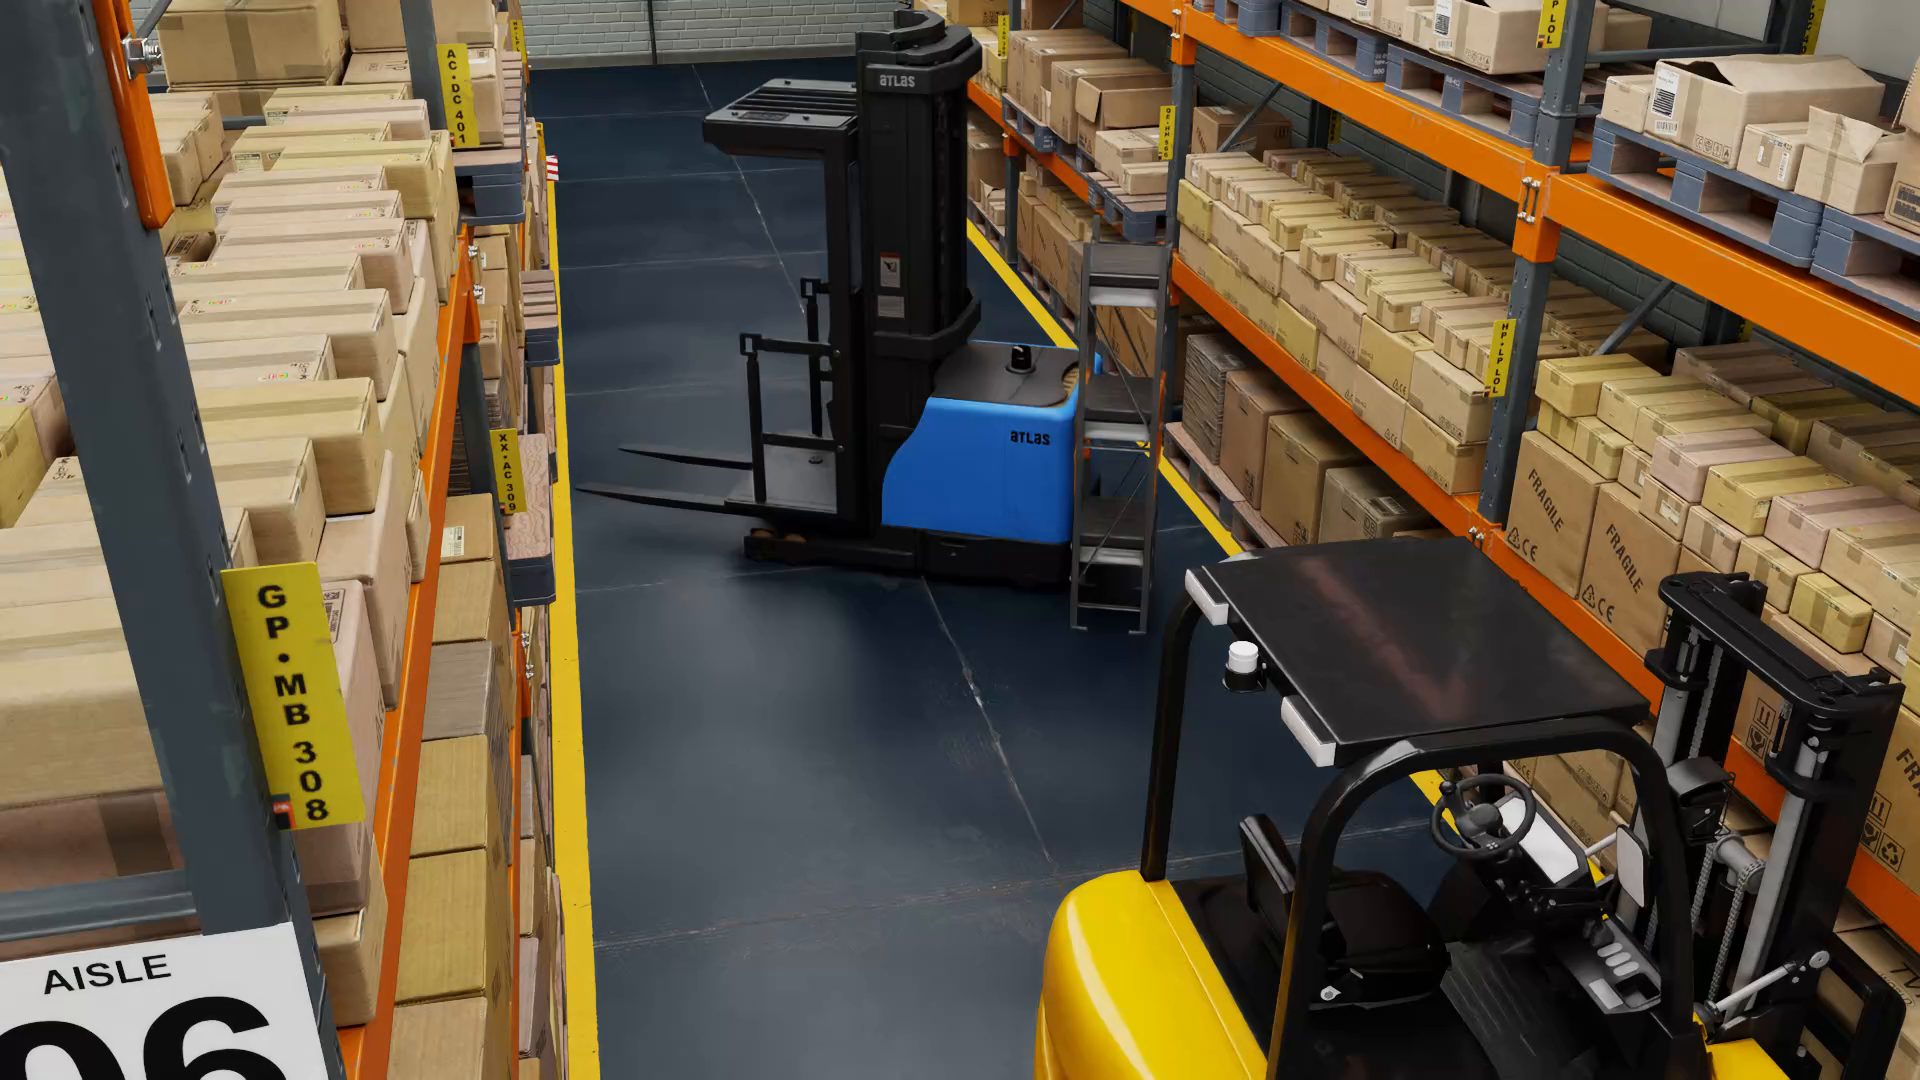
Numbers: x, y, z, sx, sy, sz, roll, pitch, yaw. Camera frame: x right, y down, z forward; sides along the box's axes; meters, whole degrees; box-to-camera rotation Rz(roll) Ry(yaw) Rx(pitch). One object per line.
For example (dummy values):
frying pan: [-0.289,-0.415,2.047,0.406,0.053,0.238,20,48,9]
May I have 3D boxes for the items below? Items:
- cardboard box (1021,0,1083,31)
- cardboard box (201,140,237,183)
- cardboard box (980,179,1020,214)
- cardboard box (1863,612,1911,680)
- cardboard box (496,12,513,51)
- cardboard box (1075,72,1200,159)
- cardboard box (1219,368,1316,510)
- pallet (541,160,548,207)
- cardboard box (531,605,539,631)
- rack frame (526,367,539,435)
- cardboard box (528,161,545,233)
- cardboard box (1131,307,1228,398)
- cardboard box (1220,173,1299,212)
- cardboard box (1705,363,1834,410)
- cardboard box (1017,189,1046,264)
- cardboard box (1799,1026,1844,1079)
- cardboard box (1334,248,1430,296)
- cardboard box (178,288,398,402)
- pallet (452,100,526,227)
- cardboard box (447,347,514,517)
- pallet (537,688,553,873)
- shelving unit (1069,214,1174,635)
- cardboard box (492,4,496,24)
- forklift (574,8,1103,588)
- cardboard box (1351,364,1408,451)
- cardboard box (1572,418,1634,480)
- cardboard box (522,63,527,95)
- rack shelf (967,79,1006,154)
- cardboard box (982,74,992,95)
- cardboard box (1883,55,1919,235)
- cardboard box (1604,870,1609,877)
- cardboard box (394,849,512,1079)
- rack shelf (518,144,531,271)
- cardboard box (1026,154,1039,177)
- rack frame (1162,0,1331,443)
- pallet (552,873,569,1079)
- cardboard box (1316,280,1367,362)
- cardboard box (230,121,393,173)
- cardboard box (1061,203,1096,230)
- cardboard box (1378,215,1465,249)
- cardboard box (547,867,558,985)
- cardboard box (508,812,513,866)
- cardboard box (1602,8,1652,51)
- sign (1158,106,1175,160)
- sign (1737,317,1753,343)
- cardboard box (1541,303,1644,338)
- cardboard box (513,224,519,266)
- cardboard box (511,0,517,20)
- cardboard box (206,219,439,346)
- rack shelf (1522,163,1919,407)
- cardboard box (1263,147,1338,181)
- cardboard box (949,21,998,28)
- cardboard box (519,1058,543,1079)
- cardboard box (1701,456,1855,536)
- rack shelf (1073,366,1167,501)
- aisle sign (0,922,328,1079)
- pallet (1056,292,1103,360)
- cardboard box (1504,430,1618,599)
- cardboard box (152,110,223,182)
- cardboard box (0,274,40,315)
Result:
cardboard box: [0.812,-4.898,15.129,0.500,0.500,0.500,-7,28,-13]
cardboard box: [-2.311,-0.983,4.875,0.500,0.250,0.500,-7,28,-13]
cardboard box: [0.397,-3.155,15.240,0.396,0.266,0.258,-5,27,-10]
cardboard box: [2.961,0.314,4.968,0.380,0.149,0.250,-6,27,-12]
cardboard box: [-3.601,-3.631,12.395,0.500,0.500,0.500,-5,27,-10]
cardboard box: [1.242,-2.992,11.768,0.797,0.503,0.637,-7,28,-13]
cardboard box: [2.072,-0.627,9.832,0.875,0.625,0.625,-5,27,-10]
pallet: [-4.591,-3.479,16.408,1.003,0.211,1.213,-6,27,-12]
cardboard box: [-2.588,0.337,8.204,0.950,0.372,0.625,-5,27,-10]
rack frame: [-3.045,-1.555,9.501,1.000,3.000,0.127,-6,27,-12]
cardboard box: [-4.186,-3.034,14.809,0.875,0.438,0.875,-7,28,-13]
cardboard box: [1.485,-1.296,11.296,0.500,0.500,0.500,-5,27,-10]
cardboard box: [1.719,-1.998,9.548,0.380,0.149,0.250,-5,27,-10]
cardboard box: [3.074,-0.548,6.345,0.380,0.149,0.250,-7,28,-13]
cardboard box: [0.778,-2.653,13.985,0.500,0.500,0.500,-5,27,-9]
cardboard box: [2.939,1.641,5.201,0.500,0.250,0.500,-7,28,-13]
cardboard box: [2.082,-1.324,8.213,0.380,0.149,0.250,-6,27,-11]
cardboard box: [-1.304,-0.367,3.214,0.380,0.149,0.250,-5,27,-10]
pallet: [-2.179,-1.336,5.947,1.213,0.211,1.003,-6,27,-12]
cardboard box: [-1.970,-0.399,6.304,0.500,0.500,0.500,-5,27,-10]
pallet: [-2.320,1.104,7.327,1.003,0.211,1.213,-6,27,-12]
shelving unit: [0.823,-0.564,8.538,0.431,2.100,0.503,4,27,9]
cardboard box: [-2.135,-1.997,6.749,0.500,0.250,0.500,-6,27,-12]
forklift: [-0.745,-1.394,9.258,3.031,2.935,1.130,7,28,13]
cardboard box: [2.204,-0.652,7.880,0.500,0.250,0.500,-6,27,-12]
cardboard box: [2.567,-0.358,6.300,0.380,0.149,0.250,-5,27,-10]
cardboard box: [-4.012,-4.028,14.291,0.500,0.500,0.500,-6,27,-11]
rack shelf: [0.438,-4.373,15.884,1.077,0.370,4.000,-6,27,-12]
cardboard box: [0.409,-4.042,14.709,0.380,0.149,0.250,-5,27,-10]
cardboard box: [3.028,-1.056,4.492,0.797,0.503,0.637,-5,27,-10]
cardboard box: [2.738,1.427,6.179,0.500,0.250,0.500,-5,27,-11]
cardboard box: [-1.315,1.093,3.814,0.500,0.500,0.500,-6,27,-13]
rack shelf: [-3.496,-2.112,11.403,1.077,0.370,4.000,-6,27,-12]
cardboard box: [0.769,-3.132,13.884,0.380,0.149,0.250,-6,27,-12]
rack frame: [1.790,-2.060,10.503,1.000,3.000,0.127,-6,27,-12]
pallet: [-1.958,1.737,6.074,1.003,0.211,1.213,-6,27,-12]
cardboard box: [2.099,-1.100,8.213,0.500,0.250,0.500,-5,27,-11]
cardboard box: [-1.755,-1.035,4.537,0.380,0.149,0.250,-5,27,-10]
cardboard box: [1.012,-2.535,13.032,0.380,0.149,0.250,-6,27,-12]
cardboard box: [2.425,-1.600,8.761,0.380,0.149,0.250,-5,27,-10]
cardboard box: [-1.748,1.474,6.087,0.500,0.250,0.500,-5,27,-9]
cardboard box: [-1.542,0.869,4.978,0.380,0.149,0.250,-6,27,-12]
cardboard box: [2.692,-2.156,7.065,0.380,0.149,0.250,-6,27,-12]
sign: [1.264,-2.483,10.143,0.100,0.325,0.005,-6,27,-12]
sign: [3.232,-0.783,6.924,0.100,0.325,0.005,-6,27,-12]
cardboard box: [2.812,-0.938,7.448,0.380,0.149,0.250,-7,28,-13]
cardboard box: [-2.672,-1.748,8.978,0.500,0.500,0.500,-7,28,-13]
cardboard box: [-4.030,-4.484,14.084,0.500,0.500,0.500,-5,27,-11]
cardboard box: [-1.566,-0.590,4.098,0.500,0.250,0.500,-6,27,-12]
rack shelf: [3.142,-0.444,4.771,1.077,0.370,4.000,-6,27,-12]
cardboard box: [2.061,-2.272,10.092,0.380,0.149,0.250,-5,27,-10]
cardboard box: [0.194,-4.746,15.660,0.500,0.250,0.500,-7,28,-13]
cardboard box: [-1.388,1.820,4.569,0.500,0.500,0.500,-5,27,-11]
cardboard box: [2.730,-0.150,5.557,0.380,0.149,0.250,-6,27,-12]
rack shelf: [0.823,-0.552,8.544,0.431,0.518,0.480,4,27,9]
aisle sign: [-0.926,0.792,1.966,0.394,0.787,0.004,-6,27,-12]
pallet: [1.387,-1.682,12.848,1.003,0.211,1.213,-6,27,-12]
cardboard box: [2.537,-0.128,6.563,0.500,0.500,0.500,-7,28,-13]
cardboard box: [-2.304,-1.099,4.663,0.380,0.149,0.250,-5,27,-10]
cardboard box: [-1.984,-0.414,3.306,0.380,0.149,0.250,-5,27,-10]
